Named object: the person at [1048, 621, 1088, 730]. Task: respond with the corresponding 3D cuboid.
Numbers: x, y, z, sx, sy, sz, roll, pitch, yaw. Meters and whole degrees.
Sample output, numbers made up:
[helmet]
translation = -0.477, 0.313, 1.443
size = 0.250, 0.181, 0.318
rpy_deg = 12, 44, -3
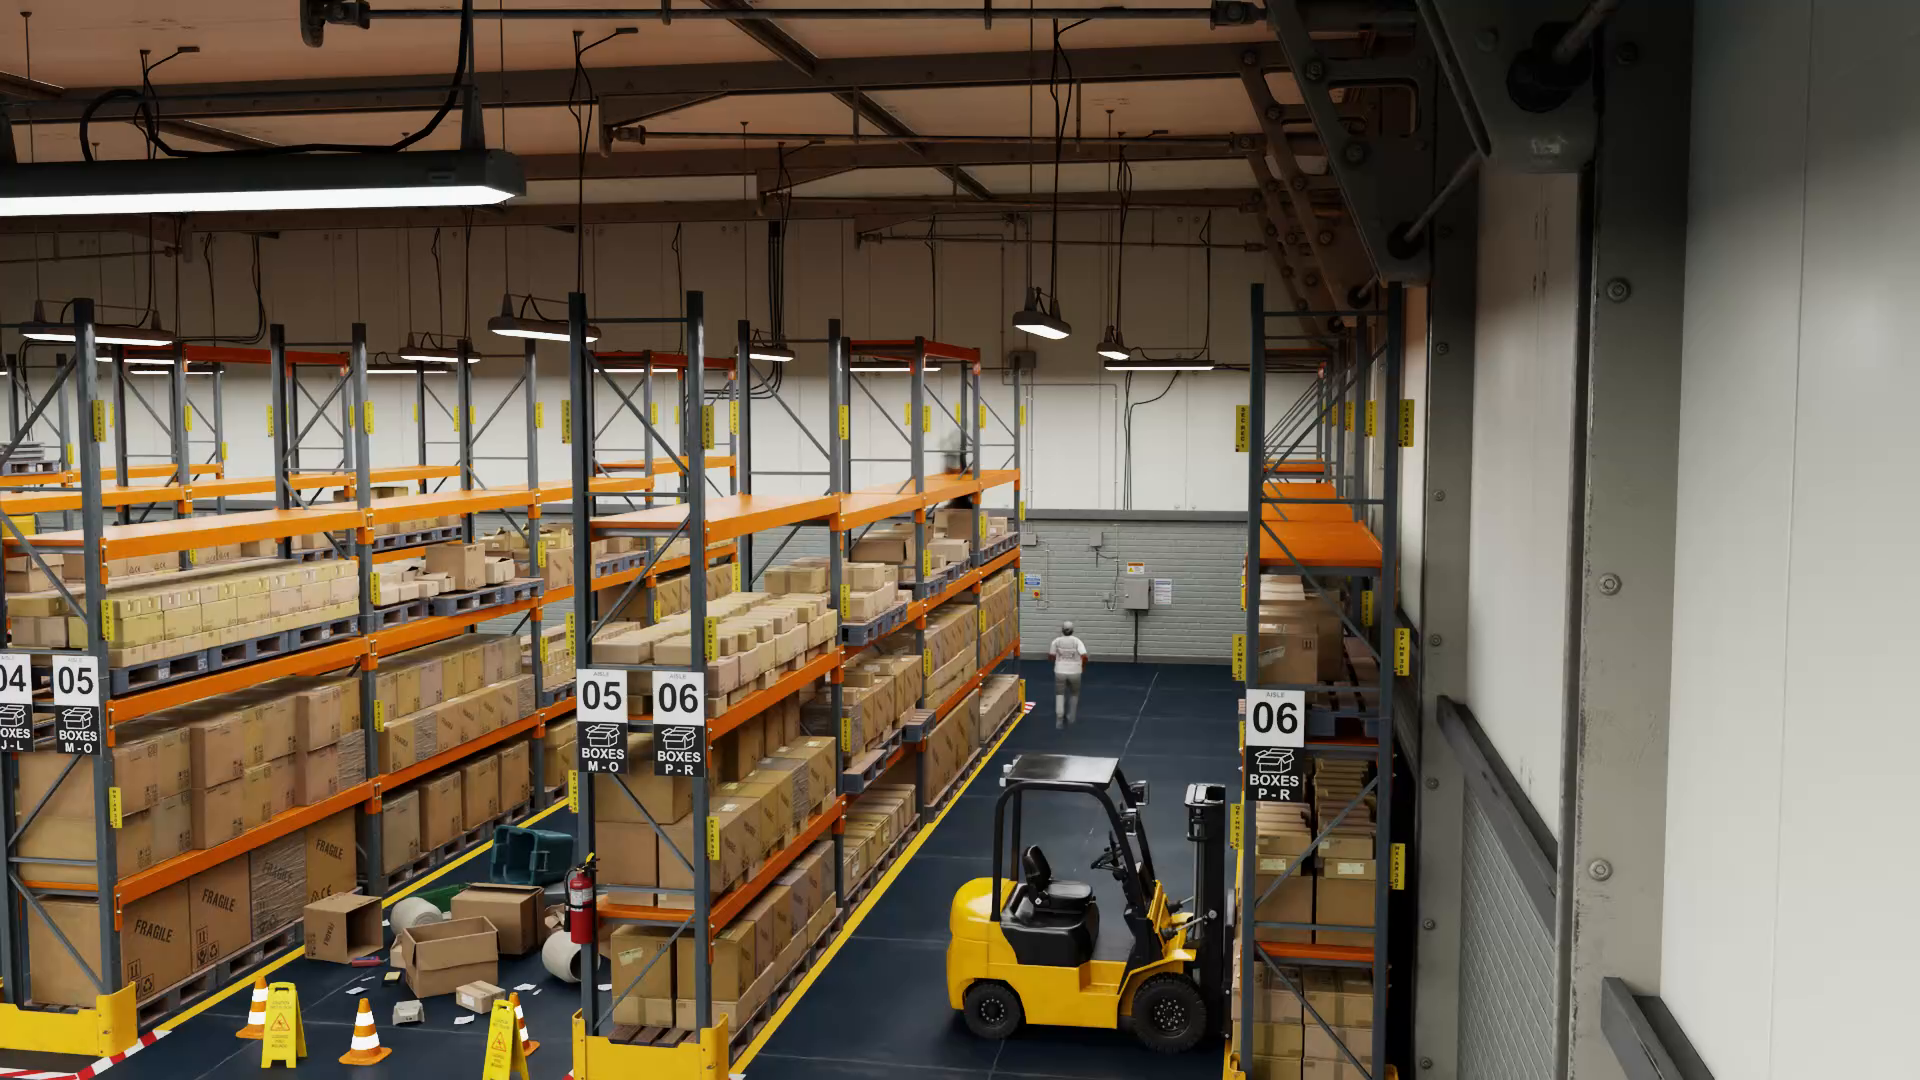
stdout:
[person]
translation = 1.645, 2.041, 25.232
size = 0.615, 1.654, 0.652
rpy_deg = 1, 5, 10
